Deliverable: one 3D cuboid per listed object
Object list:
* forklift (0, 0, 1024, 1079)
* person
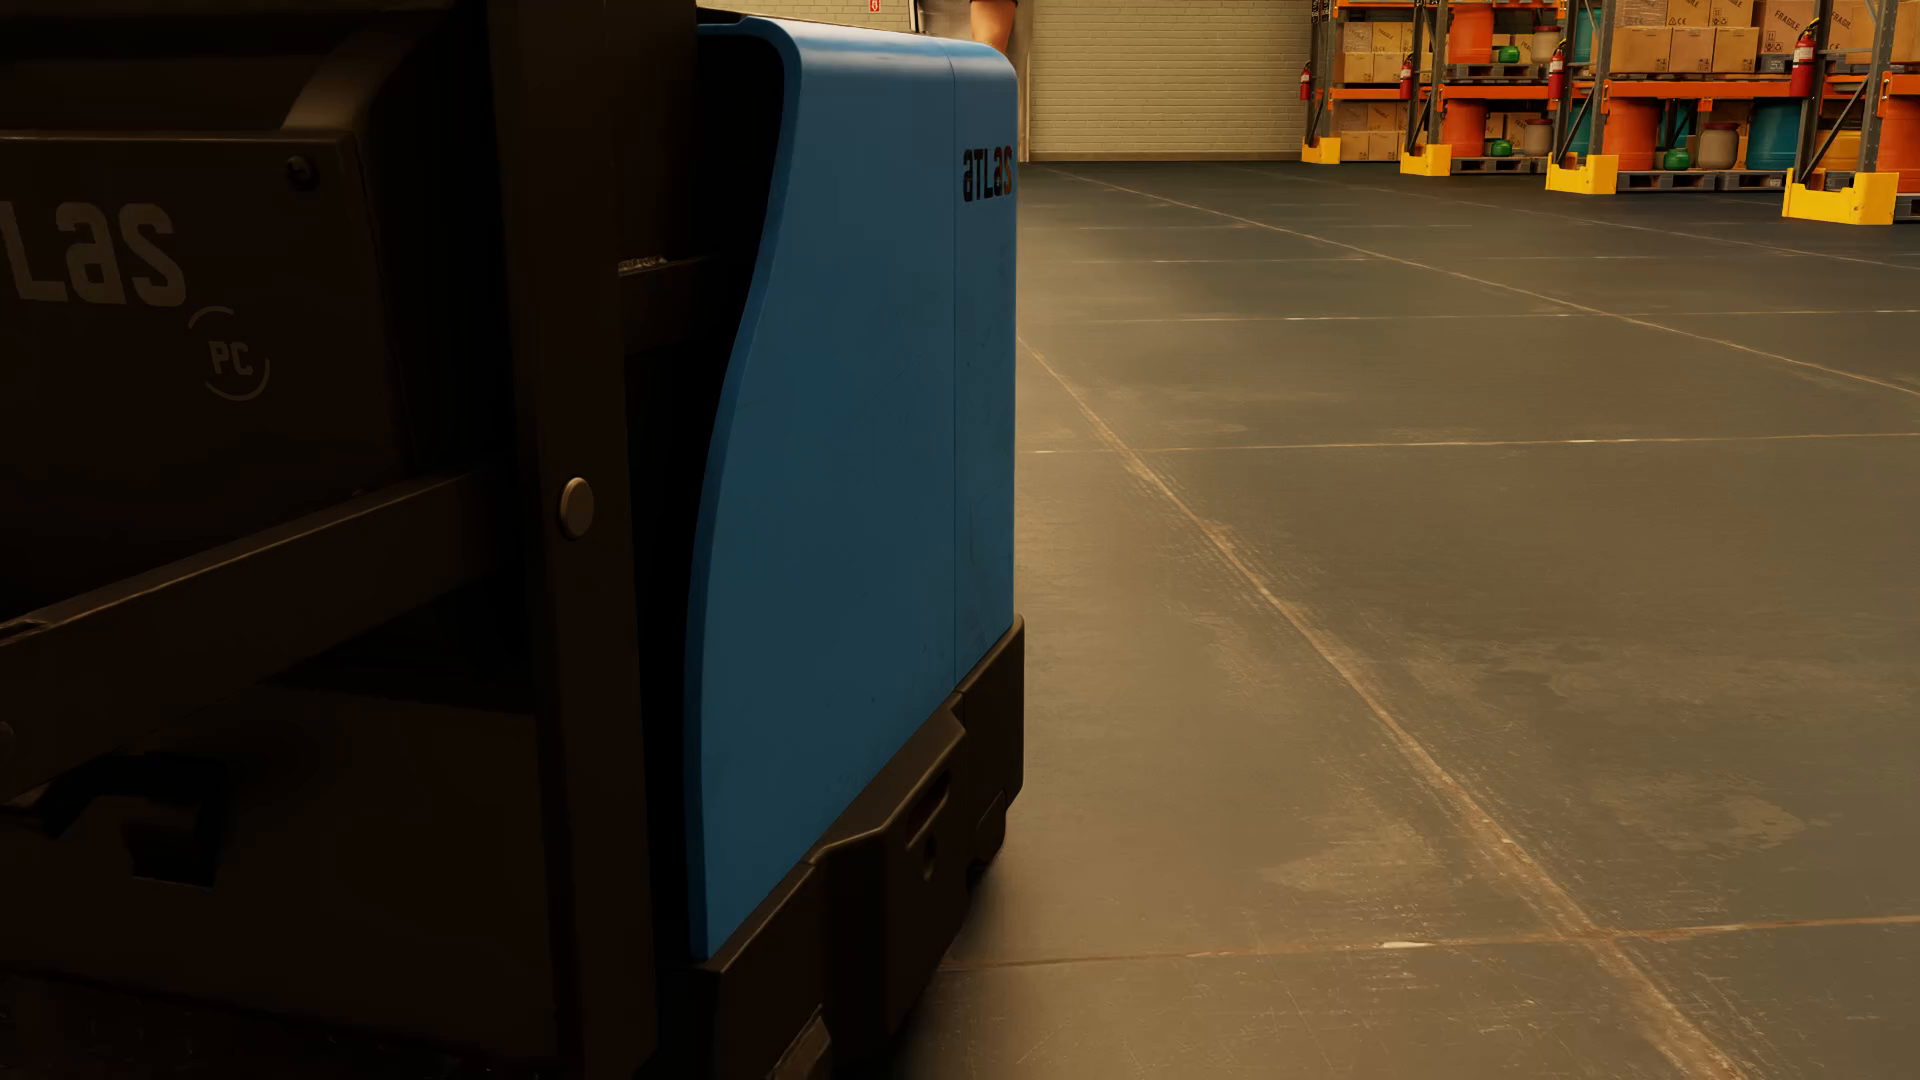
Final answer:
[{"bbox_3d":[-0.830,-0.695,0.812,1.130,2.935,3.031,4,15,16],"label":"forklift"},{"bbox_3d":[-0.074,-0.858,3.716,0.549,1.675,0.549,-1,15,-5],"label":"person"}]
